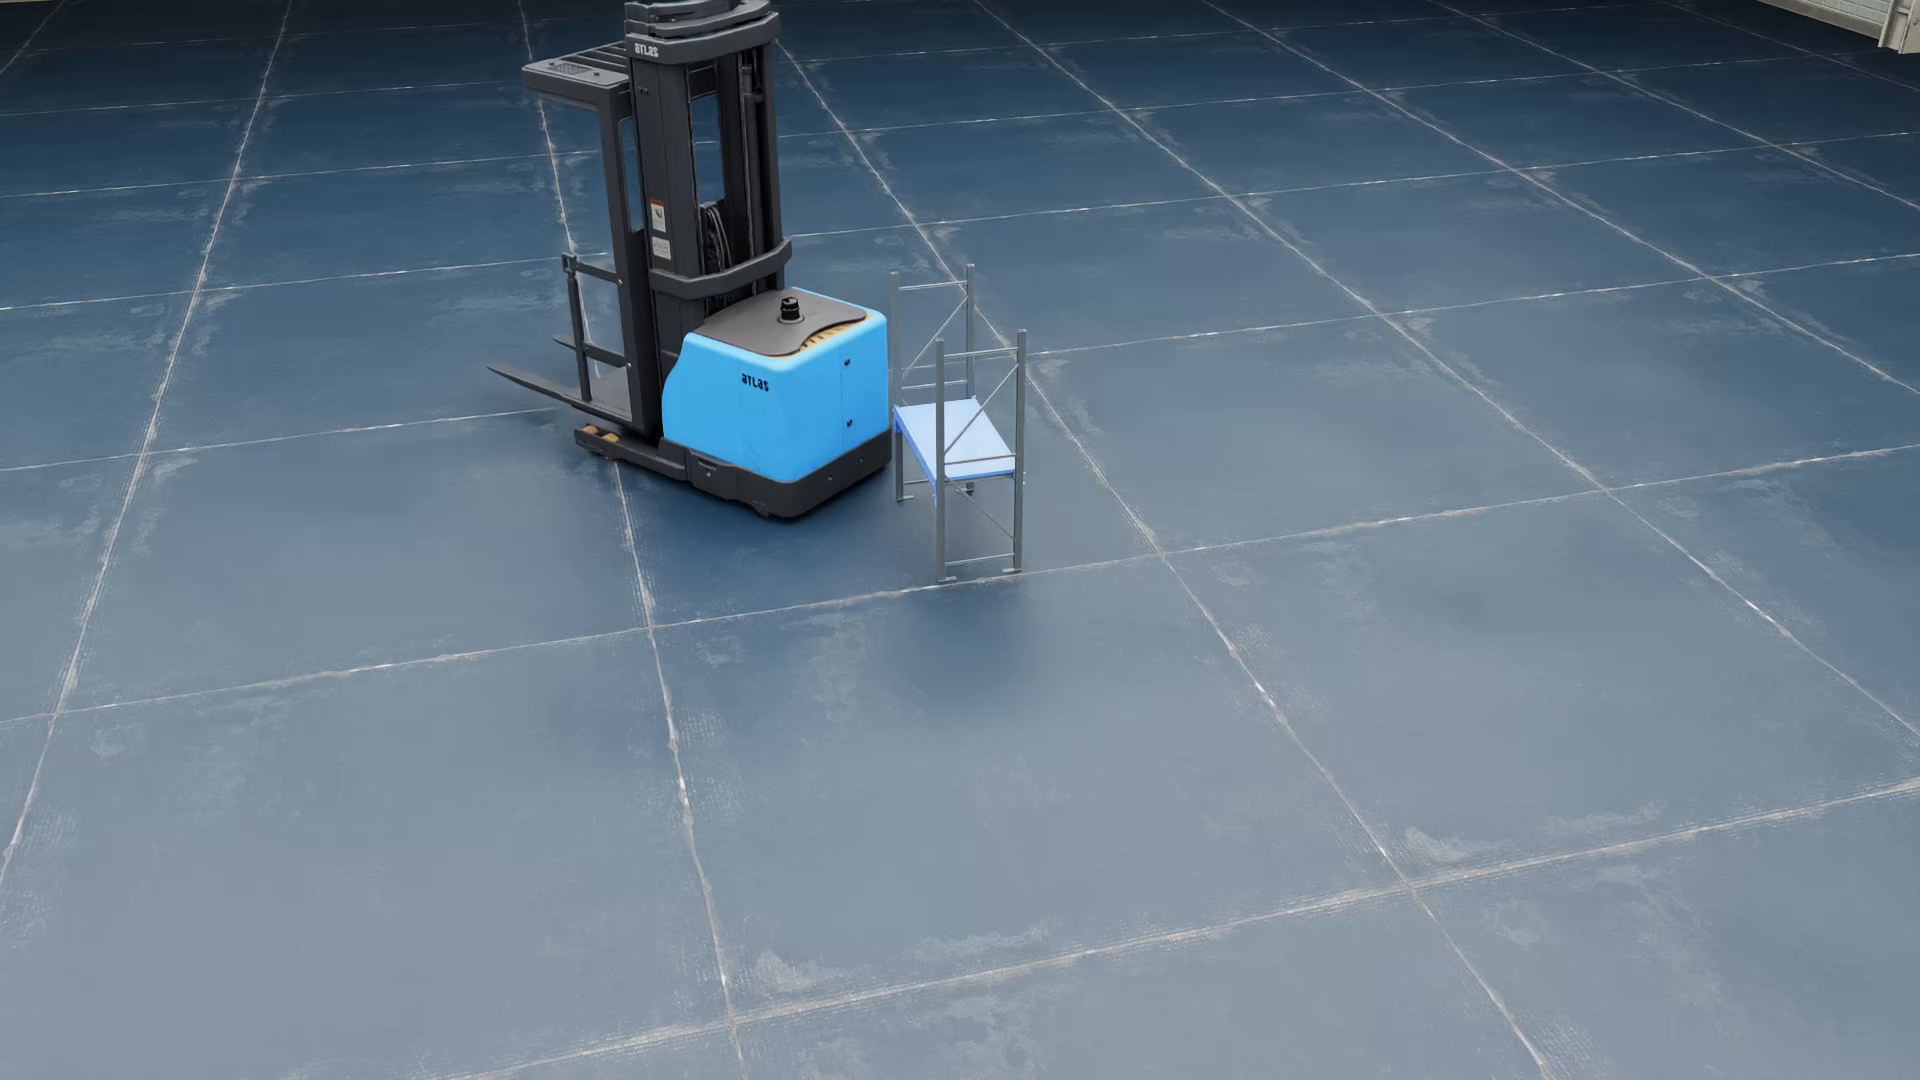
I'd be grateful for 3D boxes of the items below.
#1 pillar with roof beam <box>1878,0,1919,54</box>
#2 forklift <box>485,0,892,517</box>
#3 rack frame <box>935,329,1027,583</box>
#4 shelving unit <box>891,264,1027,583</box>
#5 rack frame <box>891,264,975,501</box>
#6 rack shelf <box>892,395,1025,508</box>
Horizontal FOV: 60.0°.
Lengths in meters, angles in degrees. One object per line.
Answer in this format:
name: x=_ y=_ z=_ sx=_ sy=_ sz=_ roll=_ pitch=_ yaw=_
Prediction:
pillar with roof beam: x=7.361 y=-9.338 z=17.131 sx=9.100 sy=9.000 sz=0.400 roll=-8 pitch=31 yaw=-13
forklift: x=-1.923 y=-1.986 z=10.486 sx=3.031 sy=2.935 sz=1.130 roll=20 pitch=36 yaw=31
rack frame: x=0.112 y=-0.445 z=9.252 sx=0.500 sy=1.500 sz=0.032 roll=-8 pitch=31 yaw=-13
shelving unit: x=-0.023 y=-0.690 z=9.677 sx=0.538 sy=1.500 sz=1.048 roll=-8 pitch=31 yaw=-13
rack frame: x=-0.158 y=-0.936 z=10.101 sx=0.500 sy=1.500 sz=0.032 roll=-8 pitch=31 yaw=-13
rack shelf: x=-0.023 y=-0.535 z=9.767 sx=0.538 sy=0.185 sz=1.000 roll=-8 pitch=31 yaw=-13
